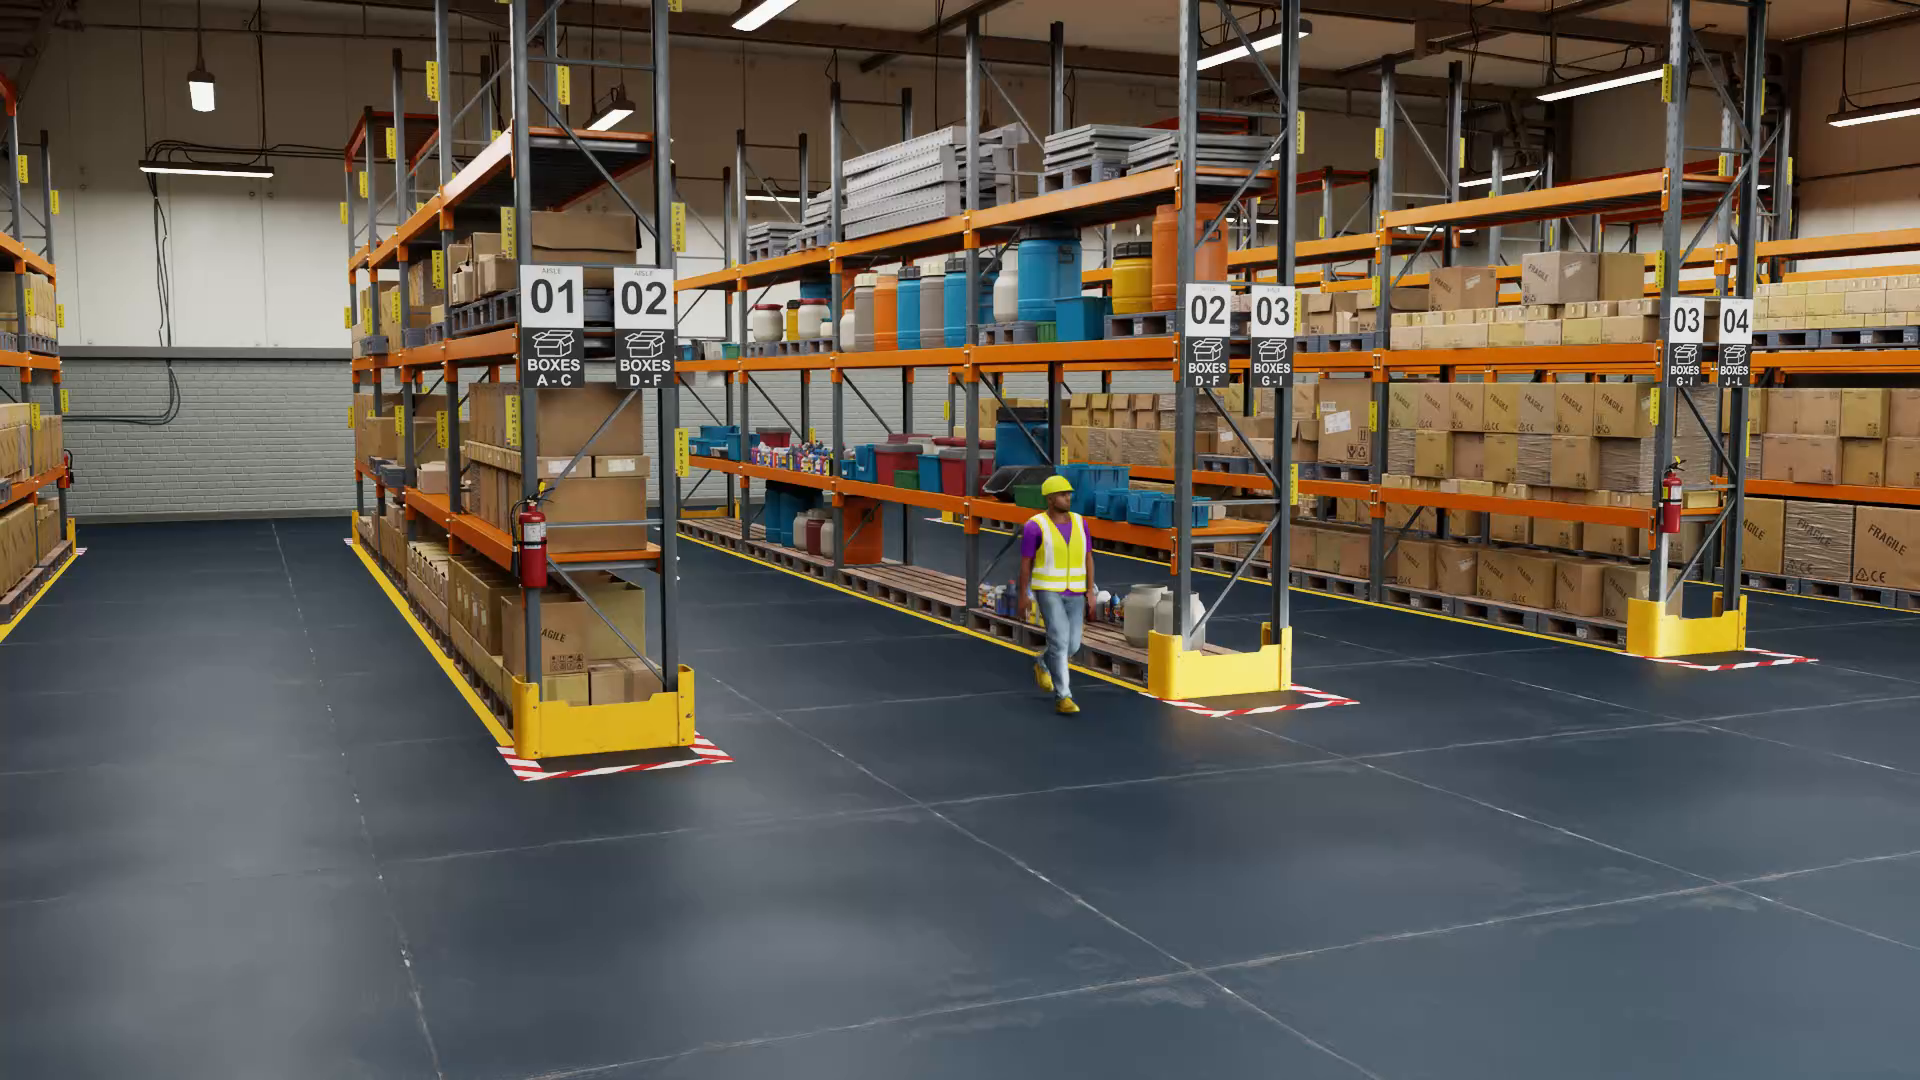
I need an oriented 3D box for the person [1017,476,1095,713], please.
[{"bbox_3d":[0.733,0.385,12.498,0.603,1.744,0.881,-2,6,-24],"label":"person"}]
